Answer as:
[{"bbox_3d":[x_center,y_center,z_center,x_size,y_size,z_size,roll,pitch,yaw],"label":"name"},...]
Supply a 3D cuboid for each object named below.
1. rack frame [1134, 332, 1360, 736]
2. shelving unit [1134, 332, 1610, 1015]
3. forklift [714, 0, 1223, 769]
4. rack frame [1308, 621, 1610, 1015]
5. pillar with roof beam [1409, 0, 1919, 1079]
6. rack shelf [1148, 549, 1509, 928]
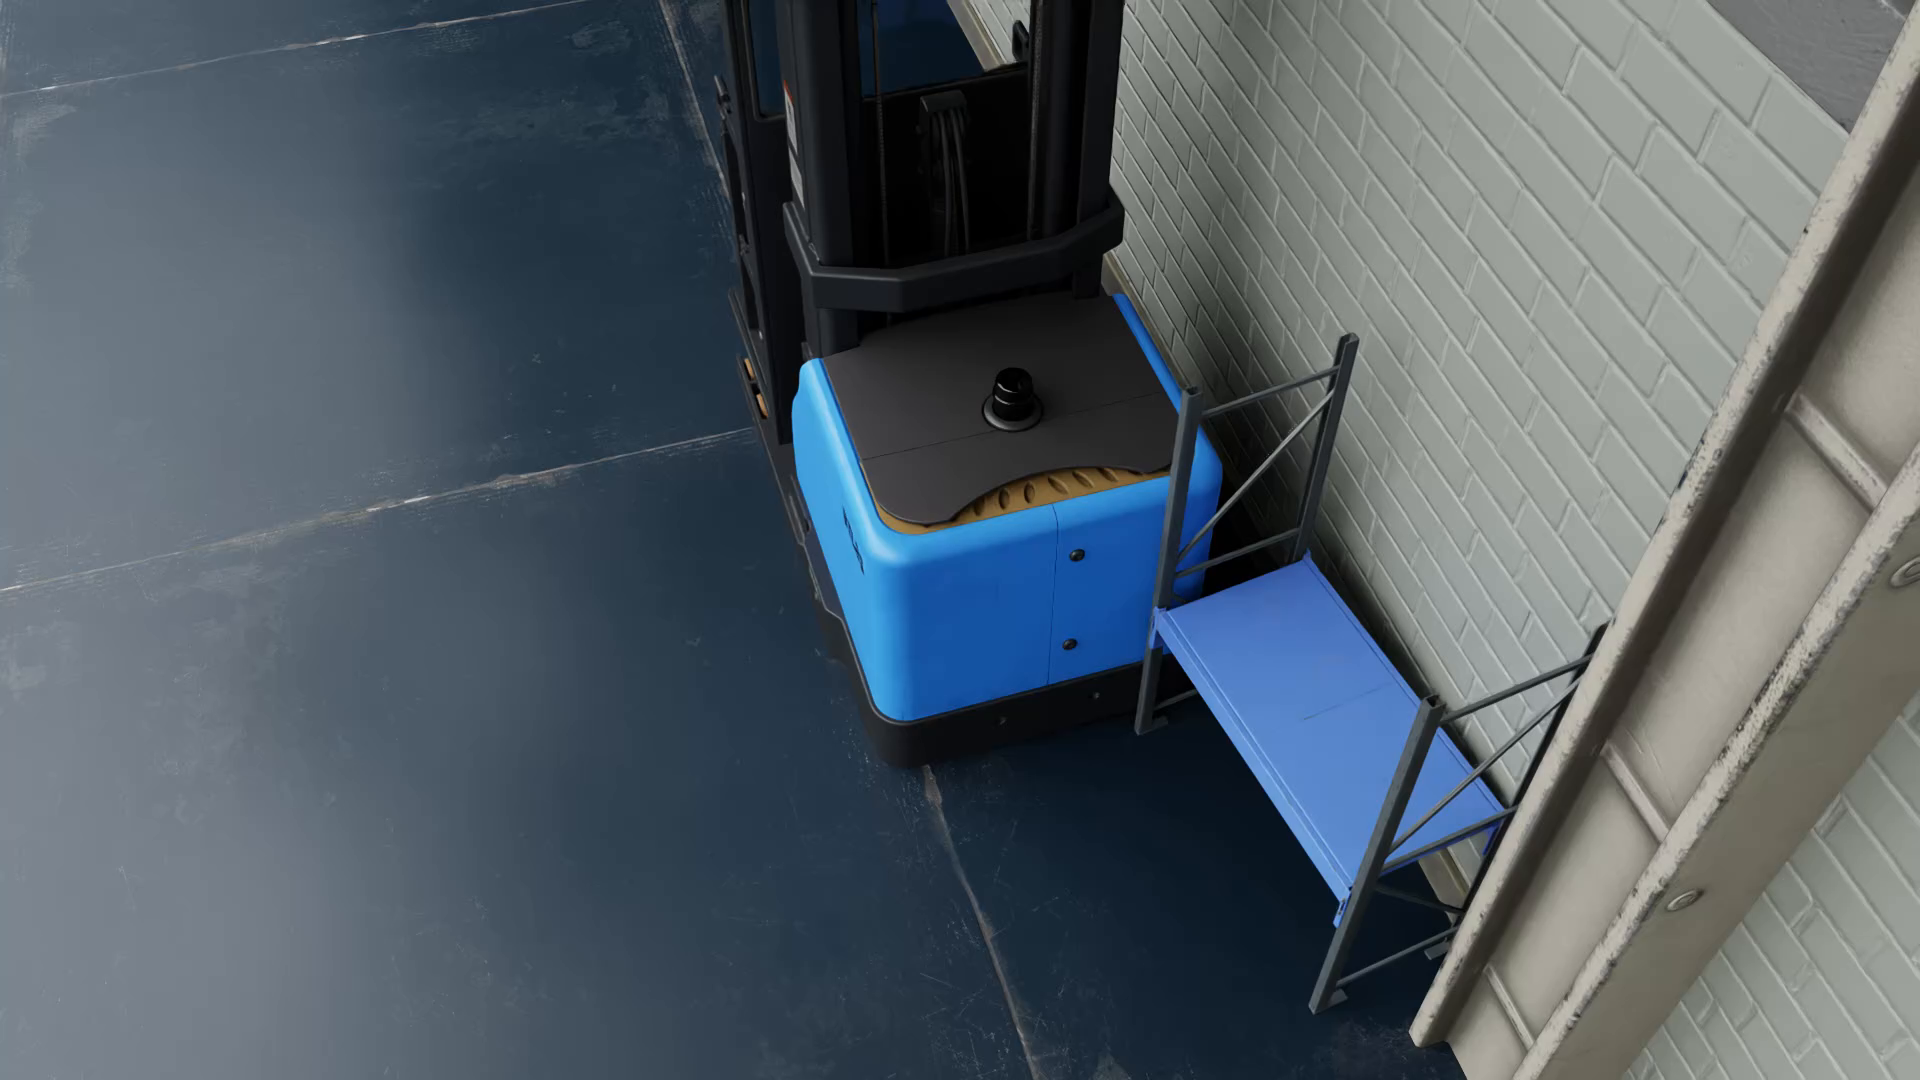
[{"bbox_3d":[0.782,0.043,4.733,0.500,1.500,0.032,-19,53,-16],"label":"rack frame"},{"bbox_3d":[0.994,0.396,4.435,0.538,1.500,1.048,-19,53,-16],"label":"shelving unit"},{"bbox_3d":[-0.189,-1.404,5.017,1.130,2.935,3.031,-14,51,-11],"label":"forklift"},{"bbox_3d":[1.207,0.749,4.137,0.500,1.500,0.032,-19,53,-16],"label":"rack frame"},{"bbox_3d":[-2.666,-0.462,0.254,9.100,9.000,0.400,-13,51,-11],"label":"pillar with roof beam"},{"bbox_3d":[0.994,0.512,4.573,0.538,0.185,1.000,-19,53,-16],"label":"rack shelf"}]
